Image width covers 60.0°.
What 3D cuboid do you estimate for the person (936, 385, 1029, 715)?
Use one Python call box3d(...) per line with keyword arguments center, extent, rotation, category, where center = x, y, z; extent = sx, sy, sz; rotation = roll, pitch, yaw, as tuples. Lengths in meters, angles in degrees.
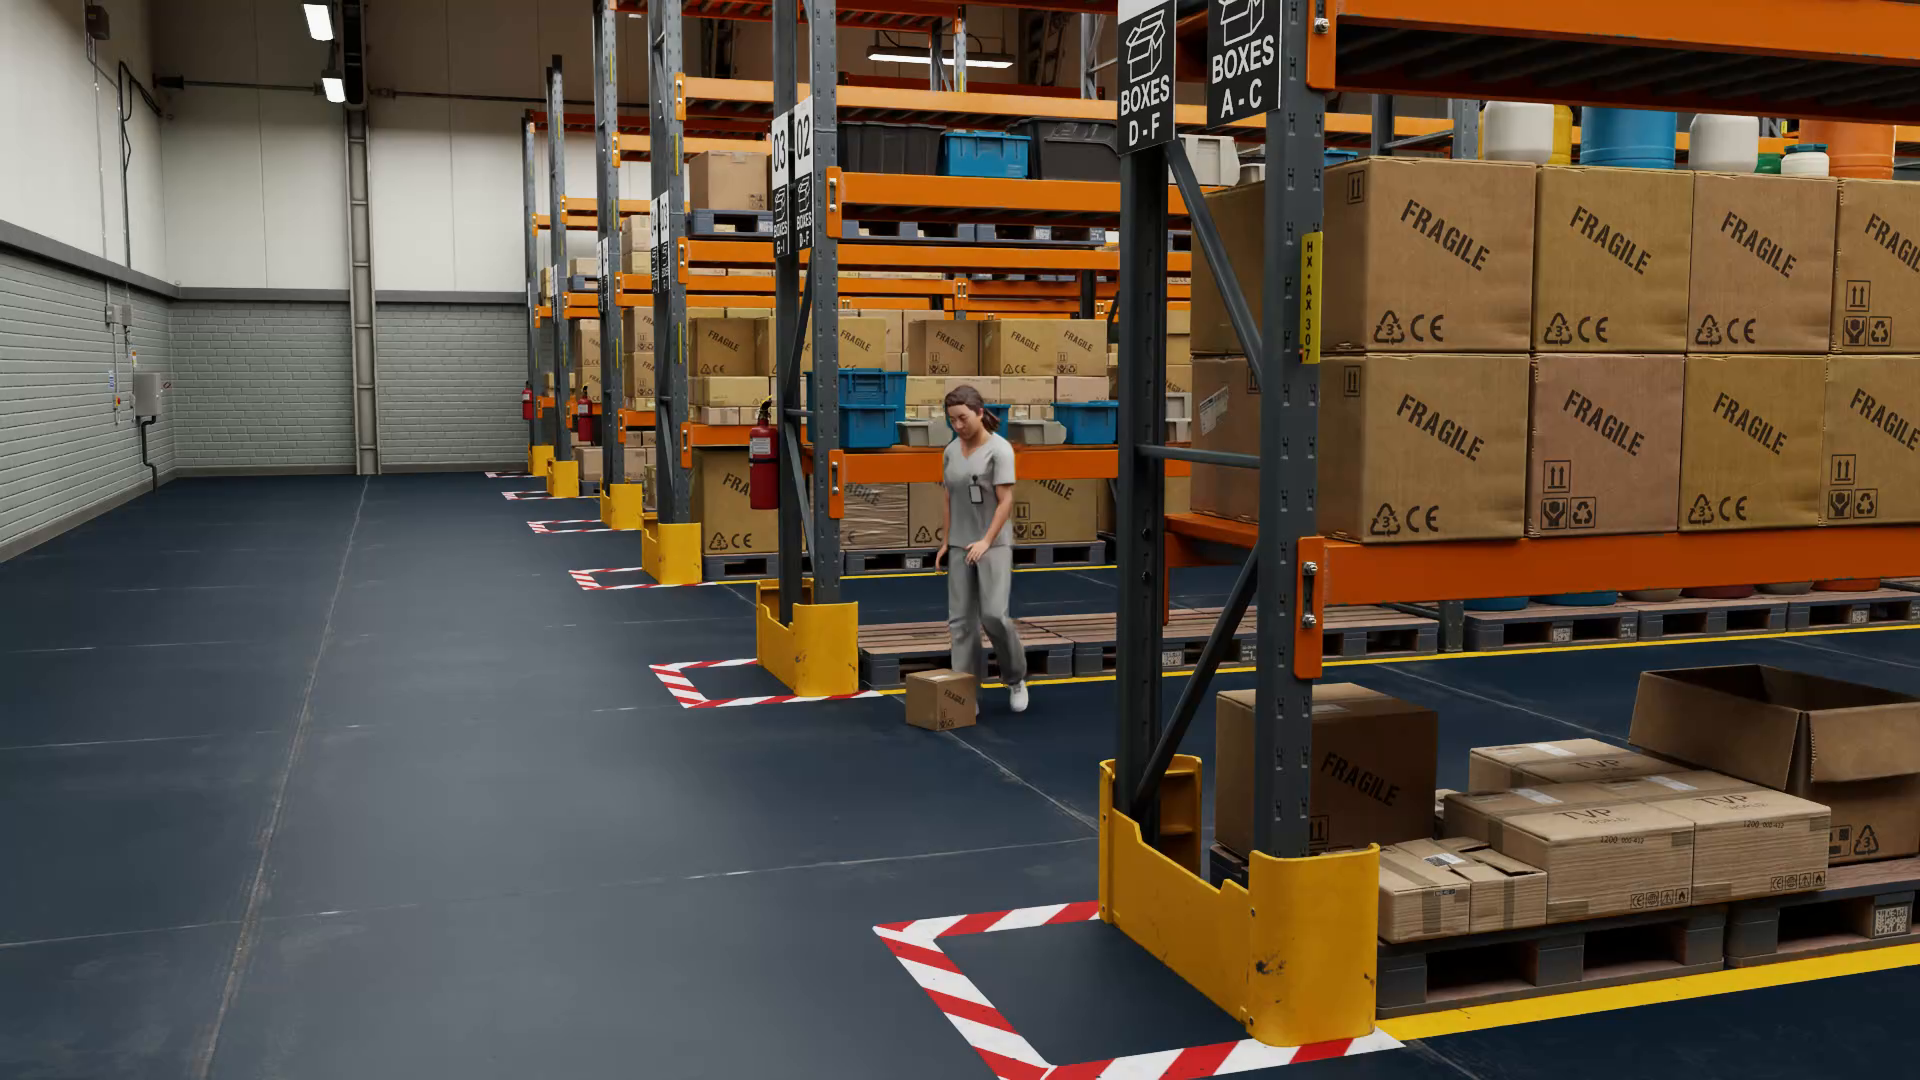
box3d(center=(0.098, 0.055, 8.338), extent=(0.472, 1.663, 0.571), rotation=(4, 7, 35), category="person")
